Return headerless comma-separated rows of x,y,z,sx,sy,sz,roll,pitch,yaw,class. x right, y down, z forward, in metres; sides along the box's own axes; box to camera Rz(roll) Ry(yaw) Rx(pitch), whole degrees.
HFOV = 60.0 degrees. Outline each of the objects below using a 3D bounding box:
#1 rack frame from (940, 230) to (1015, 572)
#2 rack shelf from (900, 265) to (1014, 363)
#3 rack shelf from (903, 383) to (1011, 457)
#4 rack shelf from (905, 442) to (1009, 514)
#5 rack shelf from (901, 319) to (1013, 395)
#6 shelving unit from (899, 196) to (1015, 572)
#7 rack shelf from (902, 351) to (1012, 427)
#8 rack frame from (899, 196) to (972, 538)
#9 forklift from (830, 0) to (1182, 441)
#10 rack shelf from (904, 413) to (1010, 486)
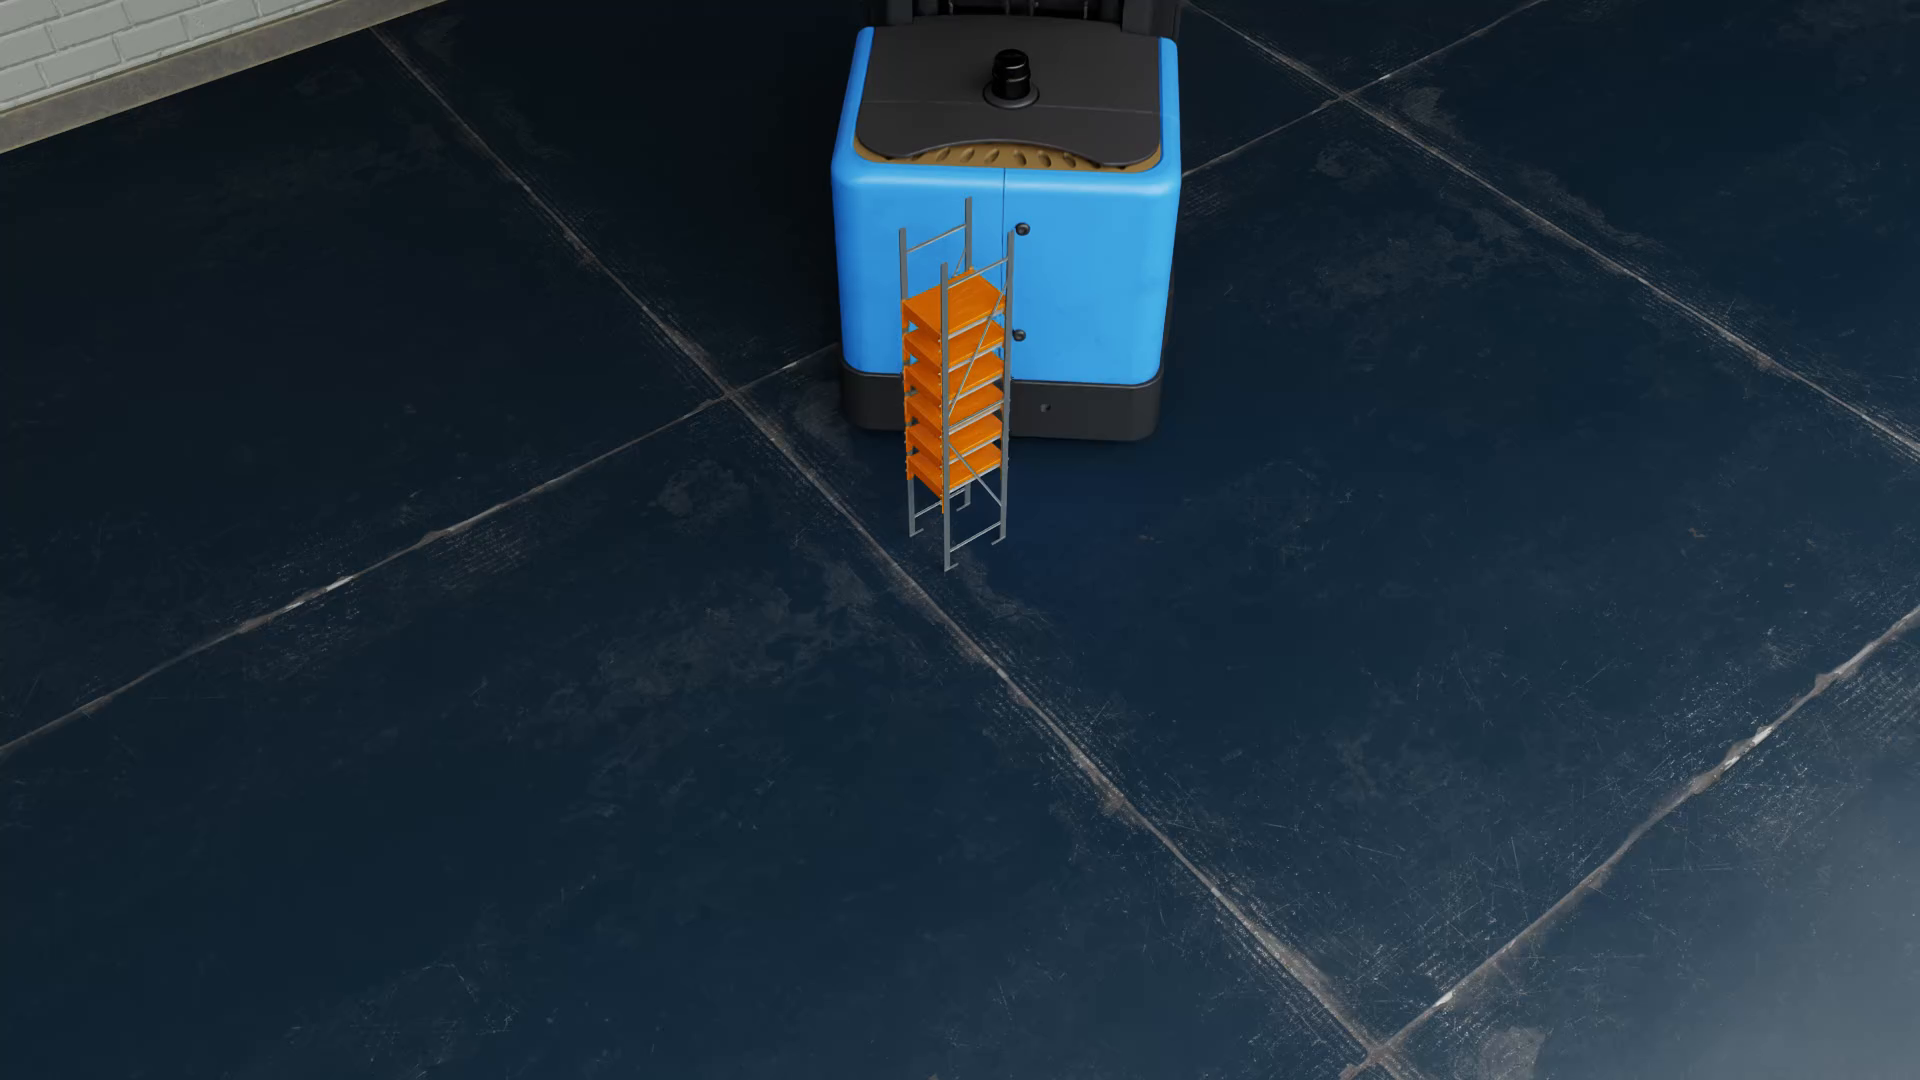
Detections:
0.047,-0.358,4.764,0.240,1.200,0.006,-29,54,-24,rack frame
-0.009,-0.623,4.579,0.258,0.103,0.180,-29,54,-24,rack shelf
-0.009,-0.382,4.846,0.258,0.103,0.180,-29,54,-24,rack shelf
-0.009,-0.220,5.024,0.258,0.103,0.180,-29,54,-24,rack shelf
-0.009,-0.543,4.668,0.258,0.103,0.180,-29,54,-24,rack shelf
-0.009,-0.412,4.813,0.258,1.200,0.189,-29,54,-24,shelving unit
-0.009,-0.462,4.757,0.258,0.103,0.180,-29,54,-24,rack shelf
-0.064,-0.465,4.862,0.240,1.200,0.006,-29,54,-24,rack frame
0.228,-2.399,5.447,1.130,2.935,3.031,3,48,3,forklift
-0.009,-0.301,4.935,0.258,0.103,0.180,-29,54,-24,rack shelf
